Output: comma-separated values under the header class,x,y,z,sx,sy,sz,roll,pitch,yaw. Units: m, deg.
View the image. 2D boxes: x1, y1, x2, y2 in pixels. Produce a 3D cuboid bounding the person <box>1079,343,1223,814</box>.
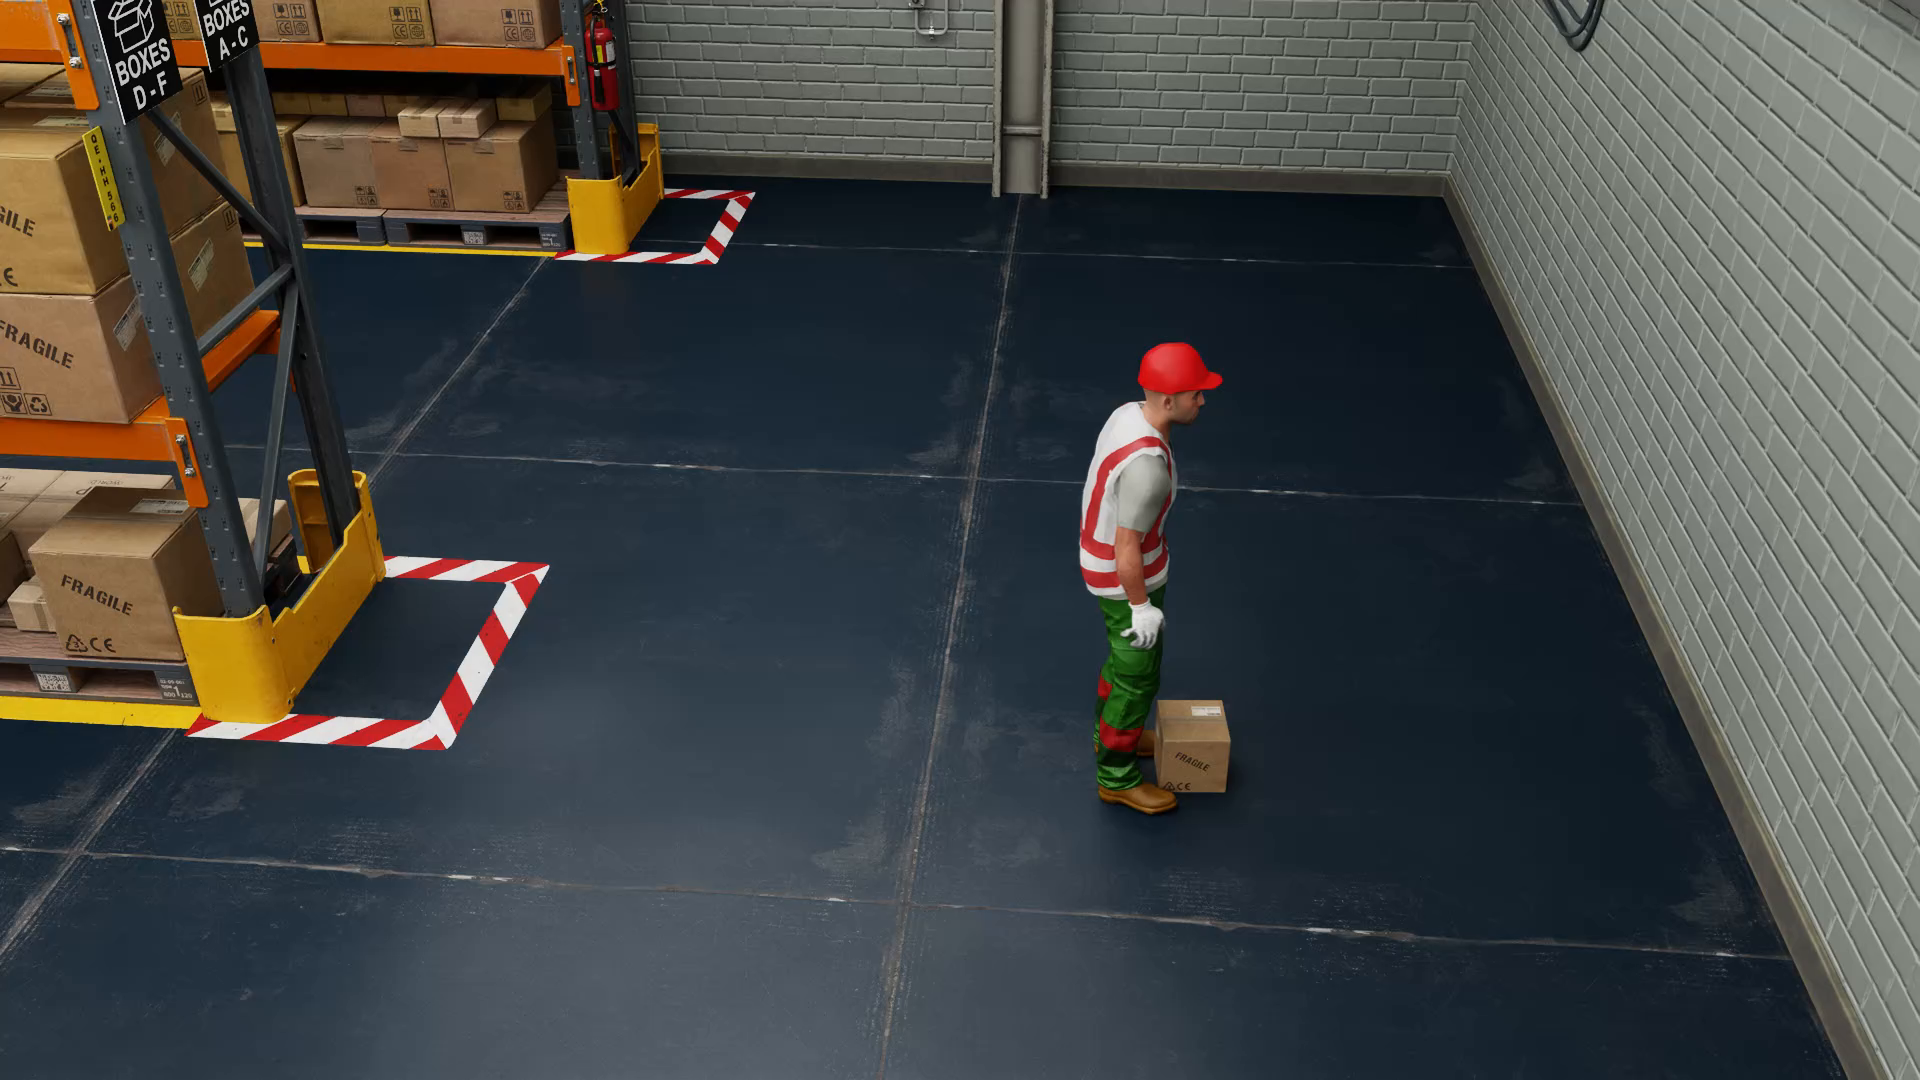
class,x,y,z,sx,sy,sz,roll,pitch,yaw
person,0.646,0.125,5.919,0.453,1.778,0.606,3,32,4
